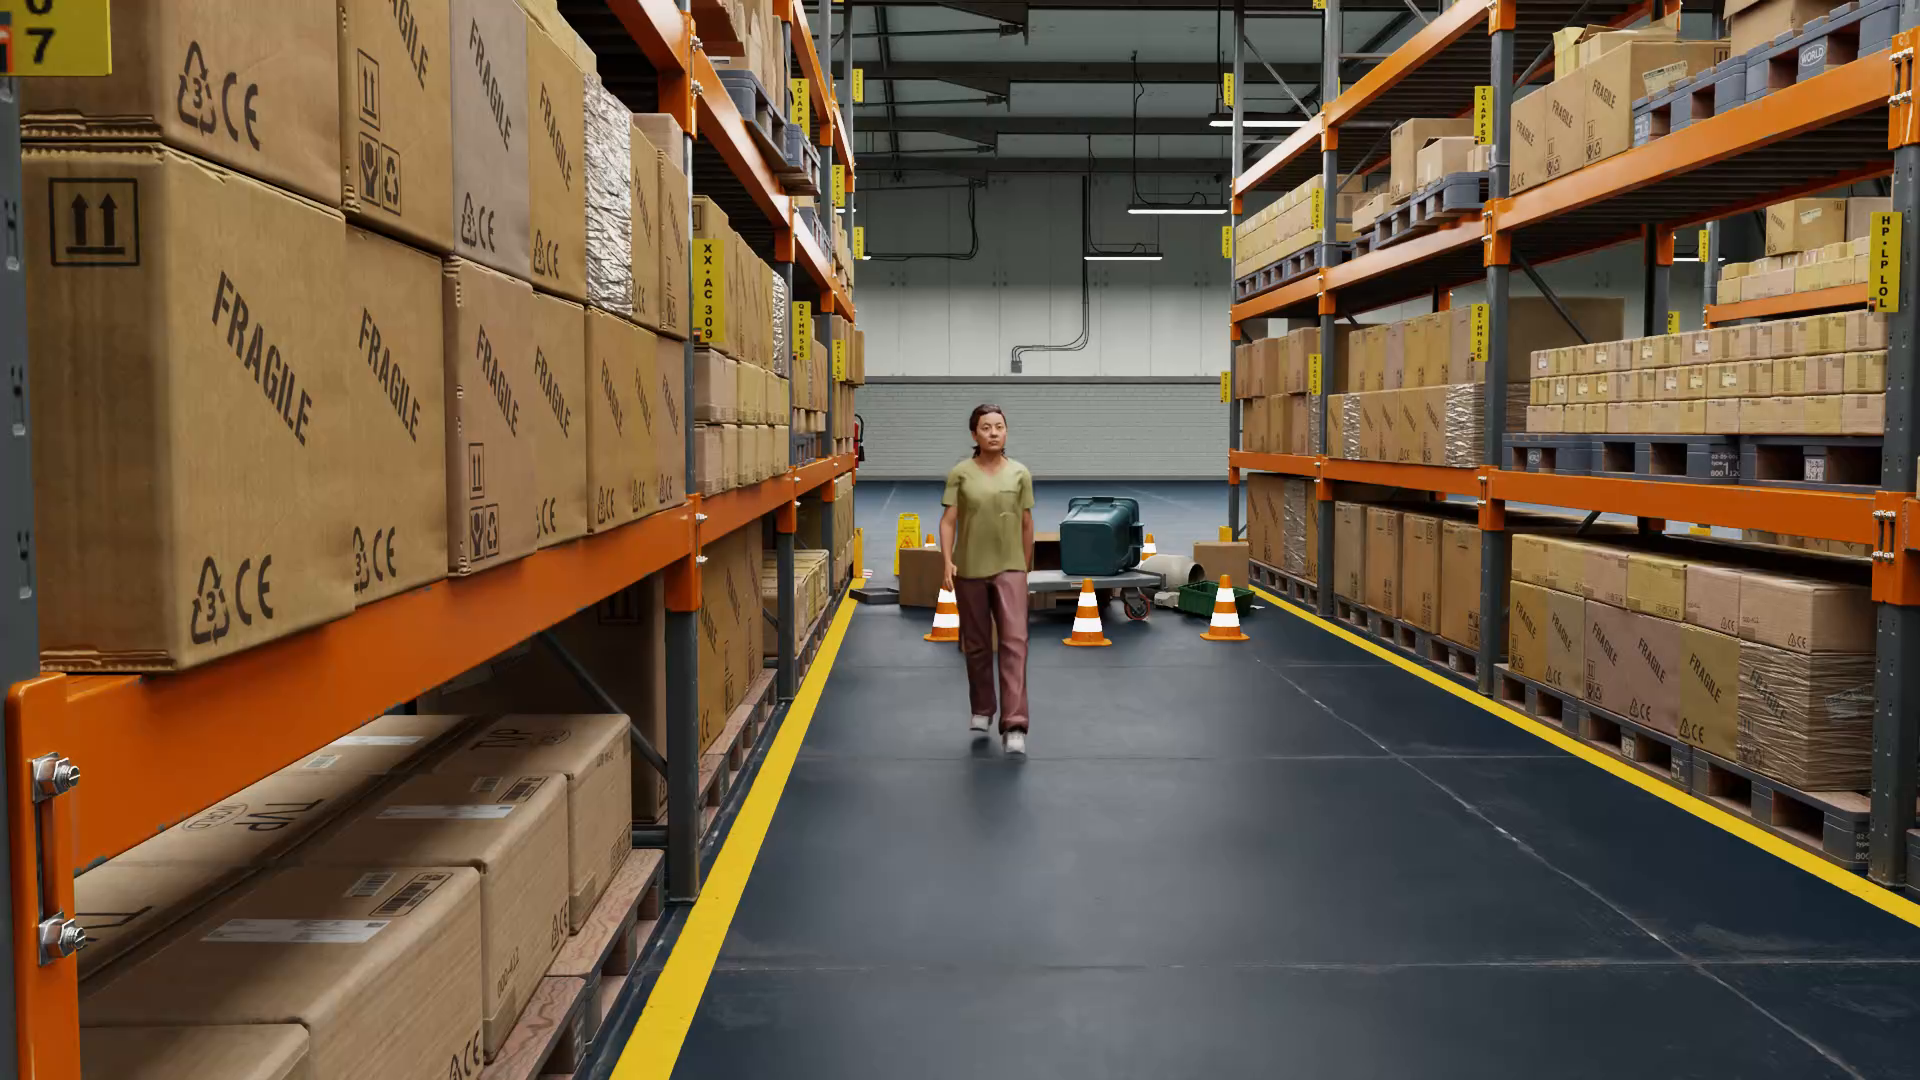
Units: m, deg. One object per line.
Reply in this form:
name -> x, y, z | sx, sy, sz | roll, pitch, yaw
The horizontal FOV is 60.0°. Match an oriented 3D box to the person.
person -> 0.129, 0.161, 7.913 | 0.459, 1.616, 0.969 | 0, 4, 1
